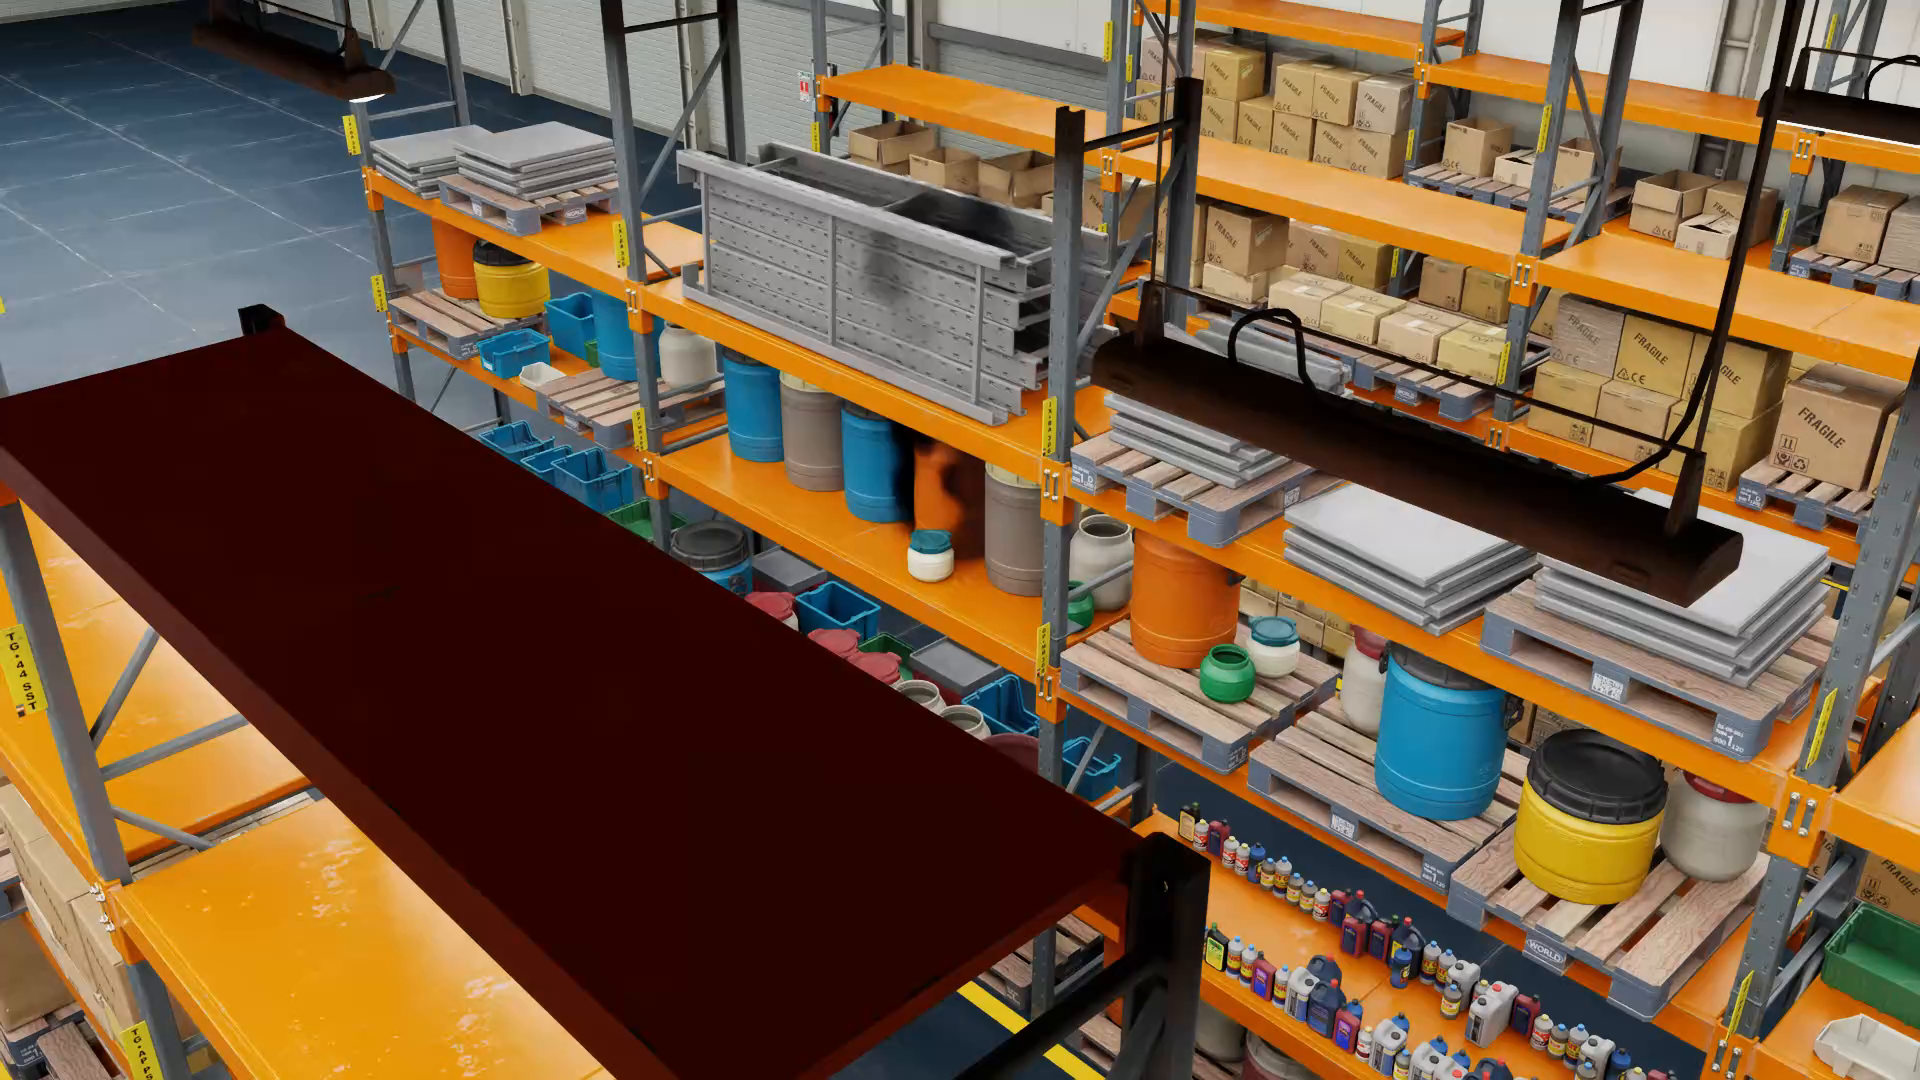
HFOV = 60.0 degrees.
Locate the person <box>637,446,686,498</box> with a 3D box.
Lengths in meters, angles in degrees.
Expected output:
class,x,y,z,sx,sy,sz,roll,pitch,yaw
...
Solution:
class,x,y,z,sx,sy,sz,roll,pitch,yaw
person,-2.977,-0.642,16.307,0.584,1.679,0.886,-24,37,-38
